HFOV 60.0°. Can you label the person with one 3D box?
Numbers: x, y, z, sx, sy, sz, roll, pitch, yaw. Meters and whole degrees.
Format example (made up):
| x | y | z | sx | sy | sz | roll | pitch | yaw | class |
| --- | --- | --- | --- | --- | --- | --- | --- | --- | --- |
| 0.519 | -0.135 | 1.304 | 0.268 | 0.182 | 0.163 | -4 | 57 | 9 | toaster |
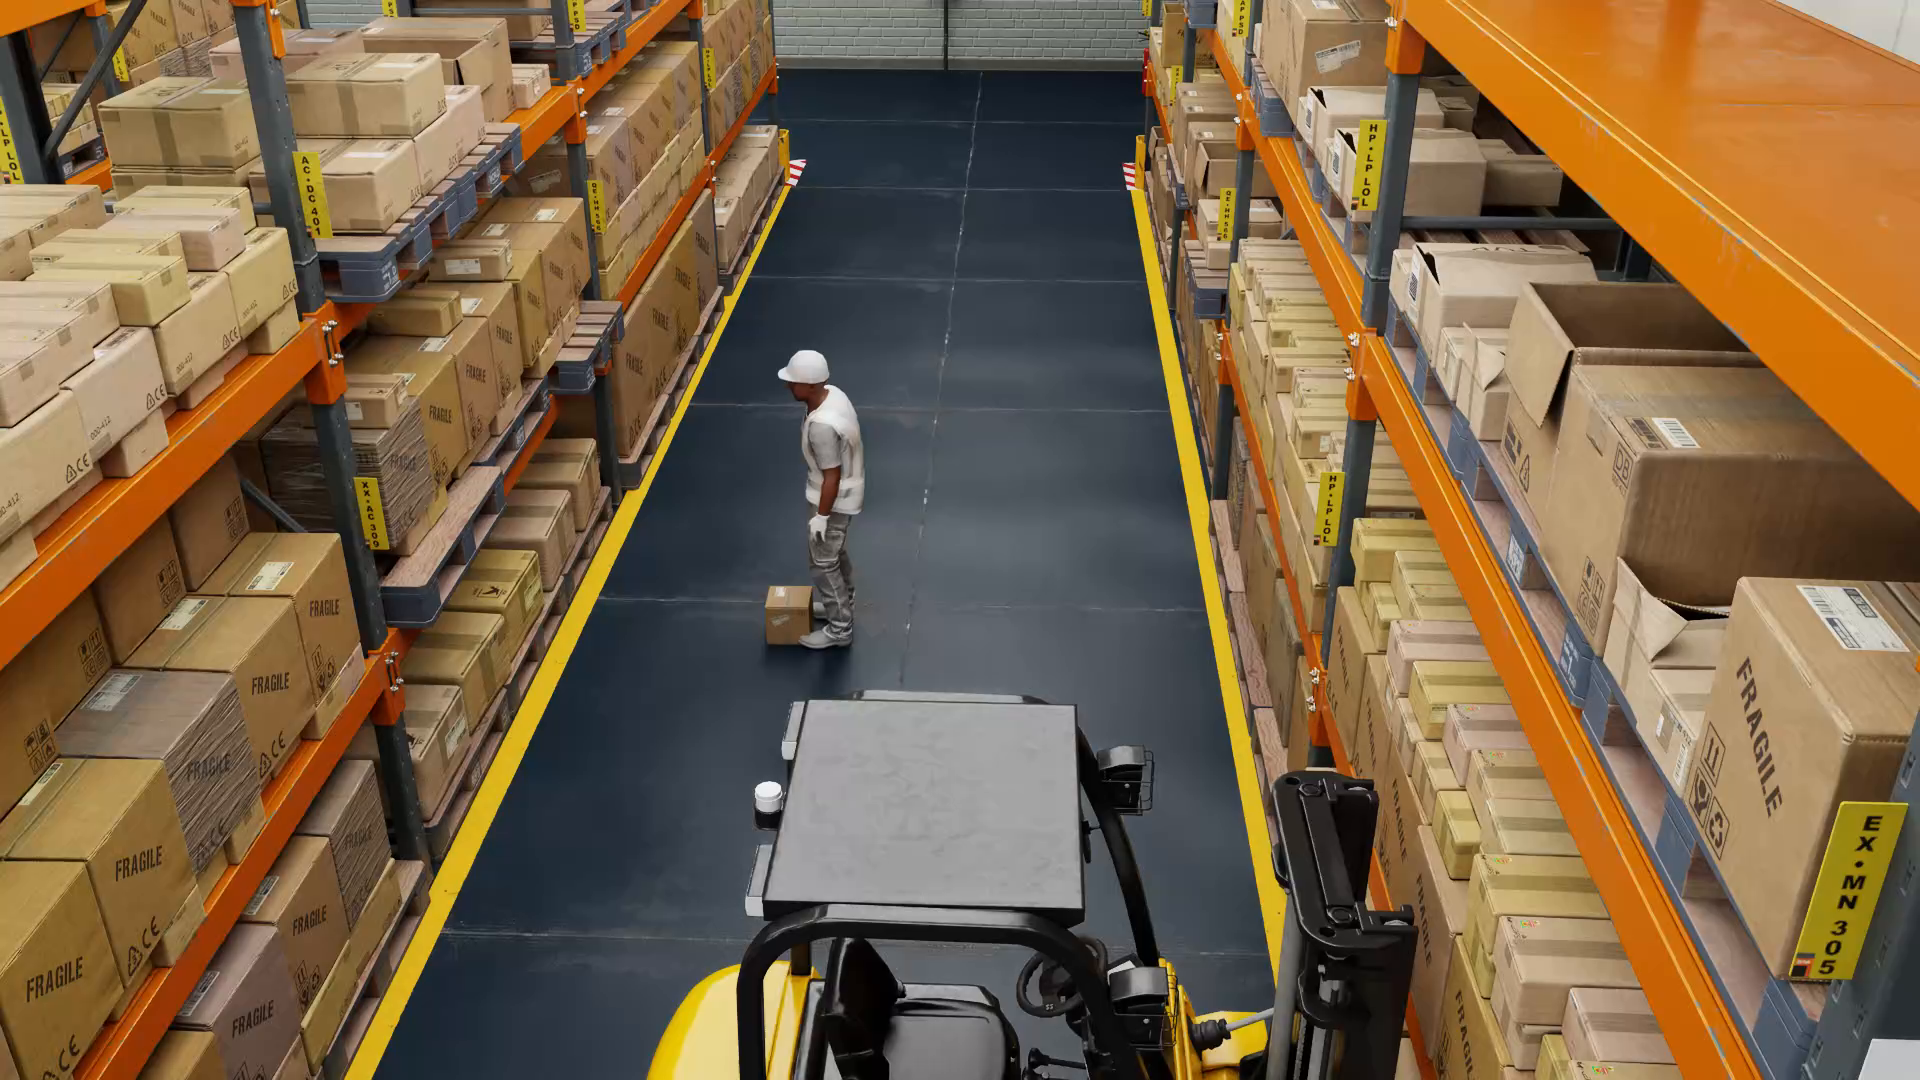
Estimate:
| x | y | z | sx | sy | sz | roll | pitch | yaw | class |
| --- | --- | --- | --- | --- | --- | --- | --- | --- | --- |
| -0.753 | -0.233 | 9.288 | 0.445 | 1.775 | 0.629 | -1 | 28 | -1 | person |
